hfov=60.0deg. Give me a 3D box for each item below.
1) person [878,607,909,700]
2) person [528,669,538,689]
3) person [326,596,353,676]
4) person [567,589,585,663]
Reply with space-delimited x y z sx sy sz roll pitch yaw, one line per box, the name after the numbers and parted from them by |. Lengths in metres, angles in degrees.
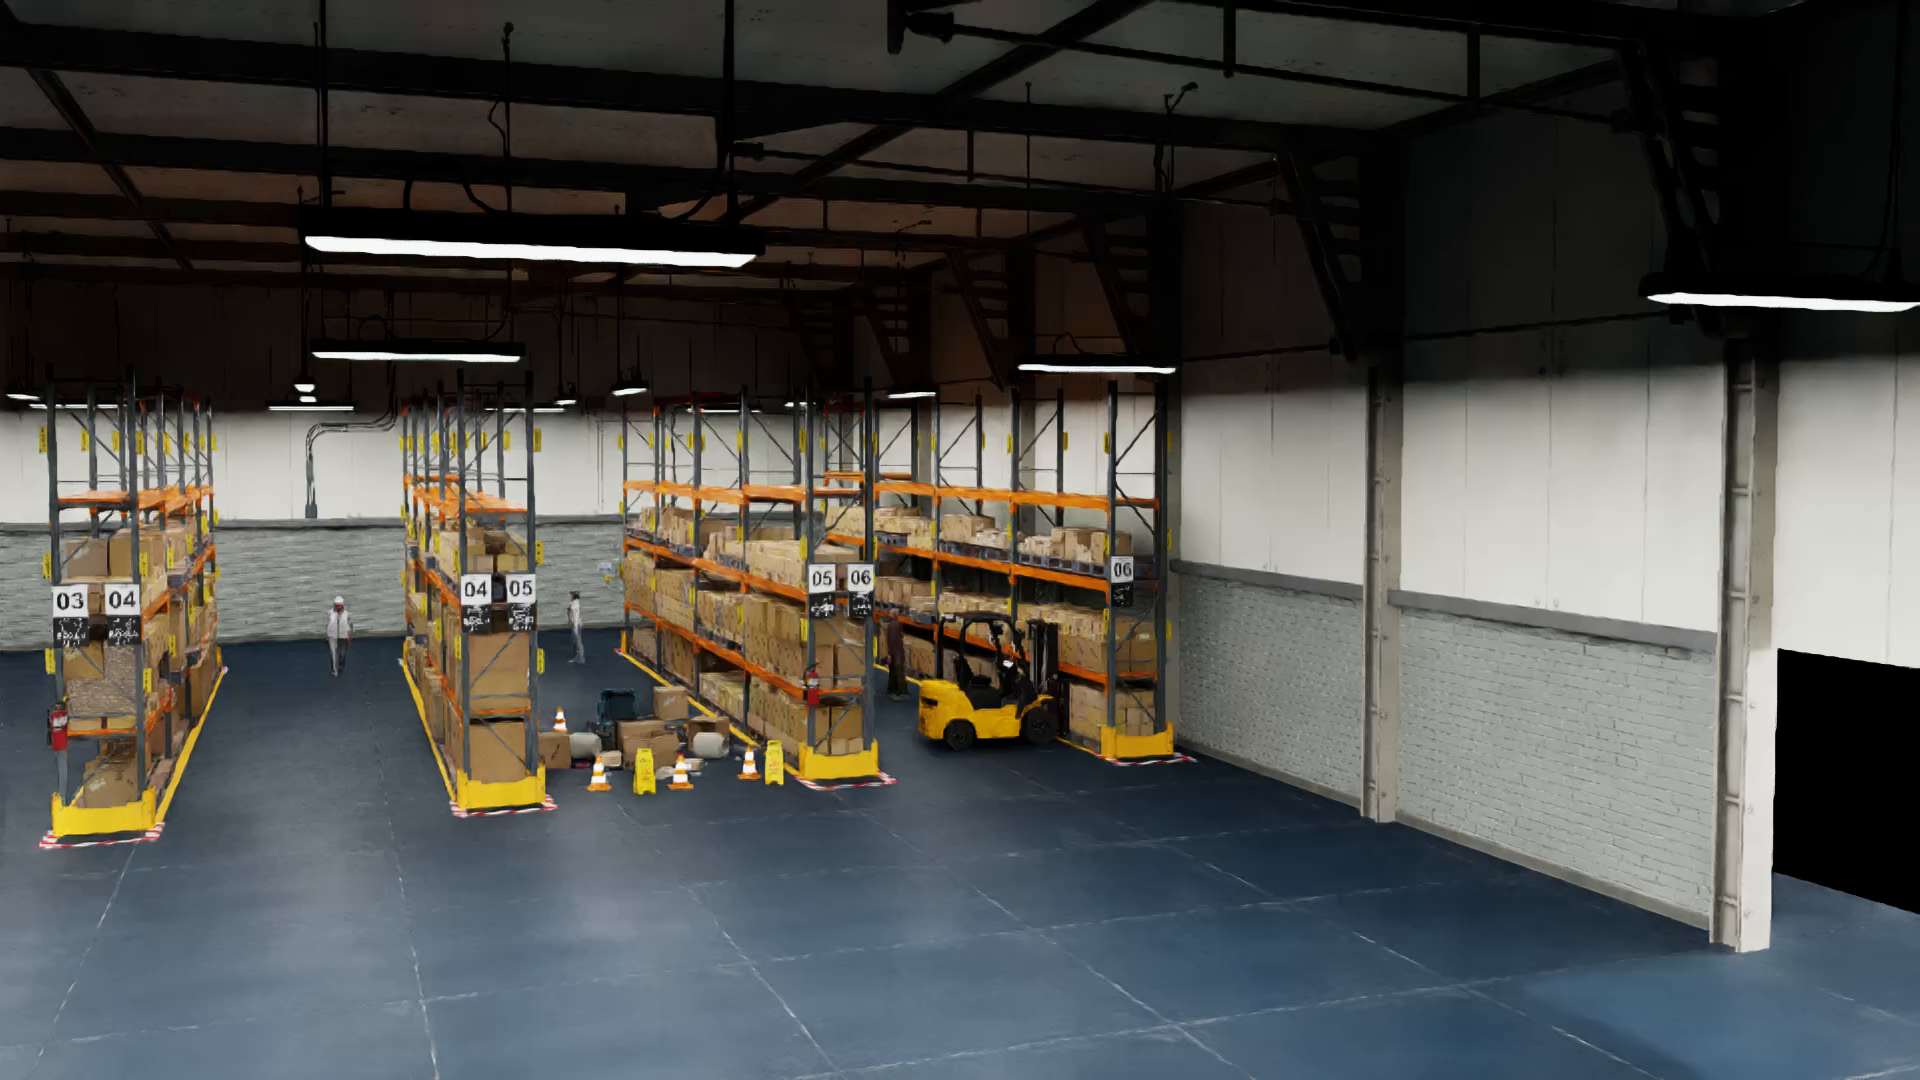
-1.308 2.199 32.469 0.635 1.771 0.693 0 3 4 | person
-8.814 2.114 33.825 0.606 1.792 0.442 3 4 38 | person
-13.380 2.047 35.859 0.543 1.700 1.119 -1 4 -23 | person
-8.737 1.950 37.809 0.380 1.667 0.587 -1 3 -17 | person
